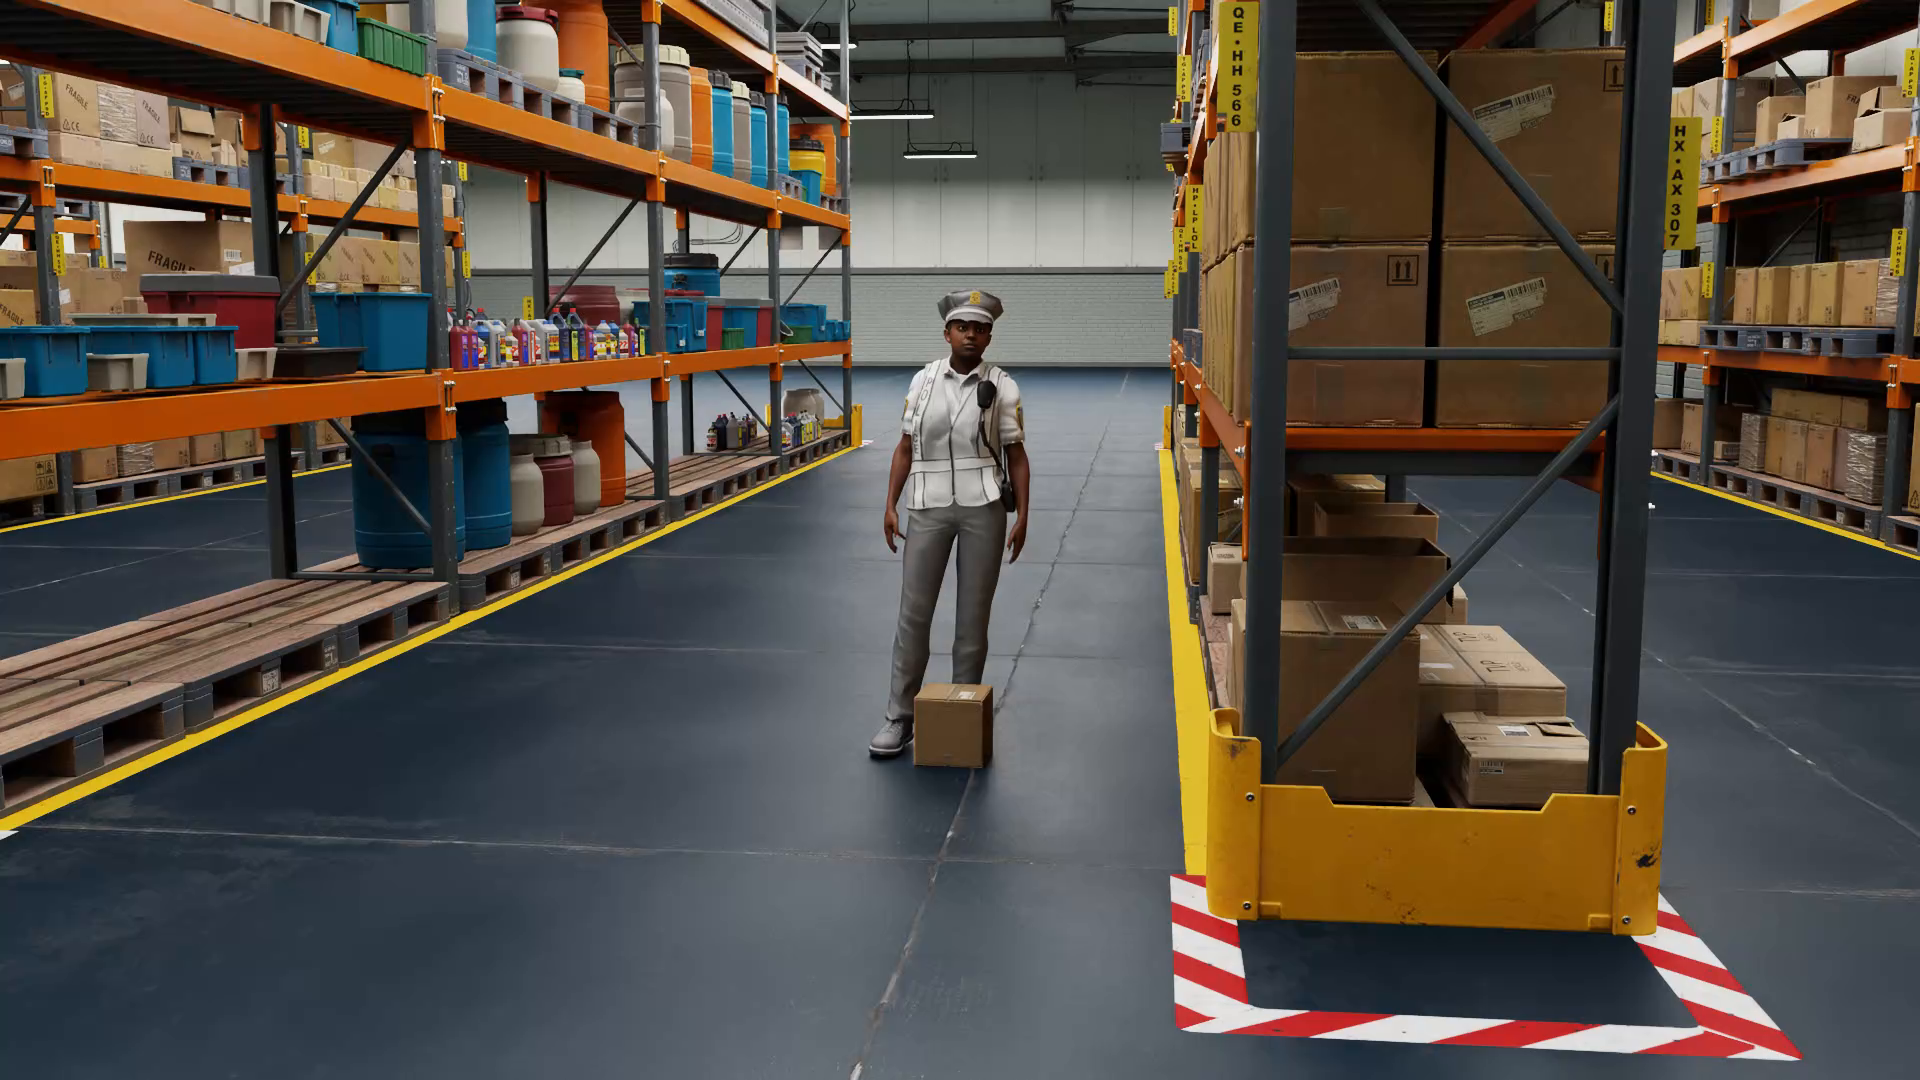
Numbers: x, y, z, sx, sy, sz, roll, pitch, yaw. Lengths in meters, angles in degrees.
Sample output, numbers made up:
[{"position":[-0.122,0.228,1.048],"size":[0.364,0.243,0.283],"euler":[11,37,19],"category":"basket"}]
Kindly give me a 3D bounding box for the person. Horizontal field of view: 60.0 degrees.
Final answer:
[{"position":[-0.031,-0.077,6.174],"size":[0.569,1.696,0.528],"euler":[1,8,6],"category":"person"}]
